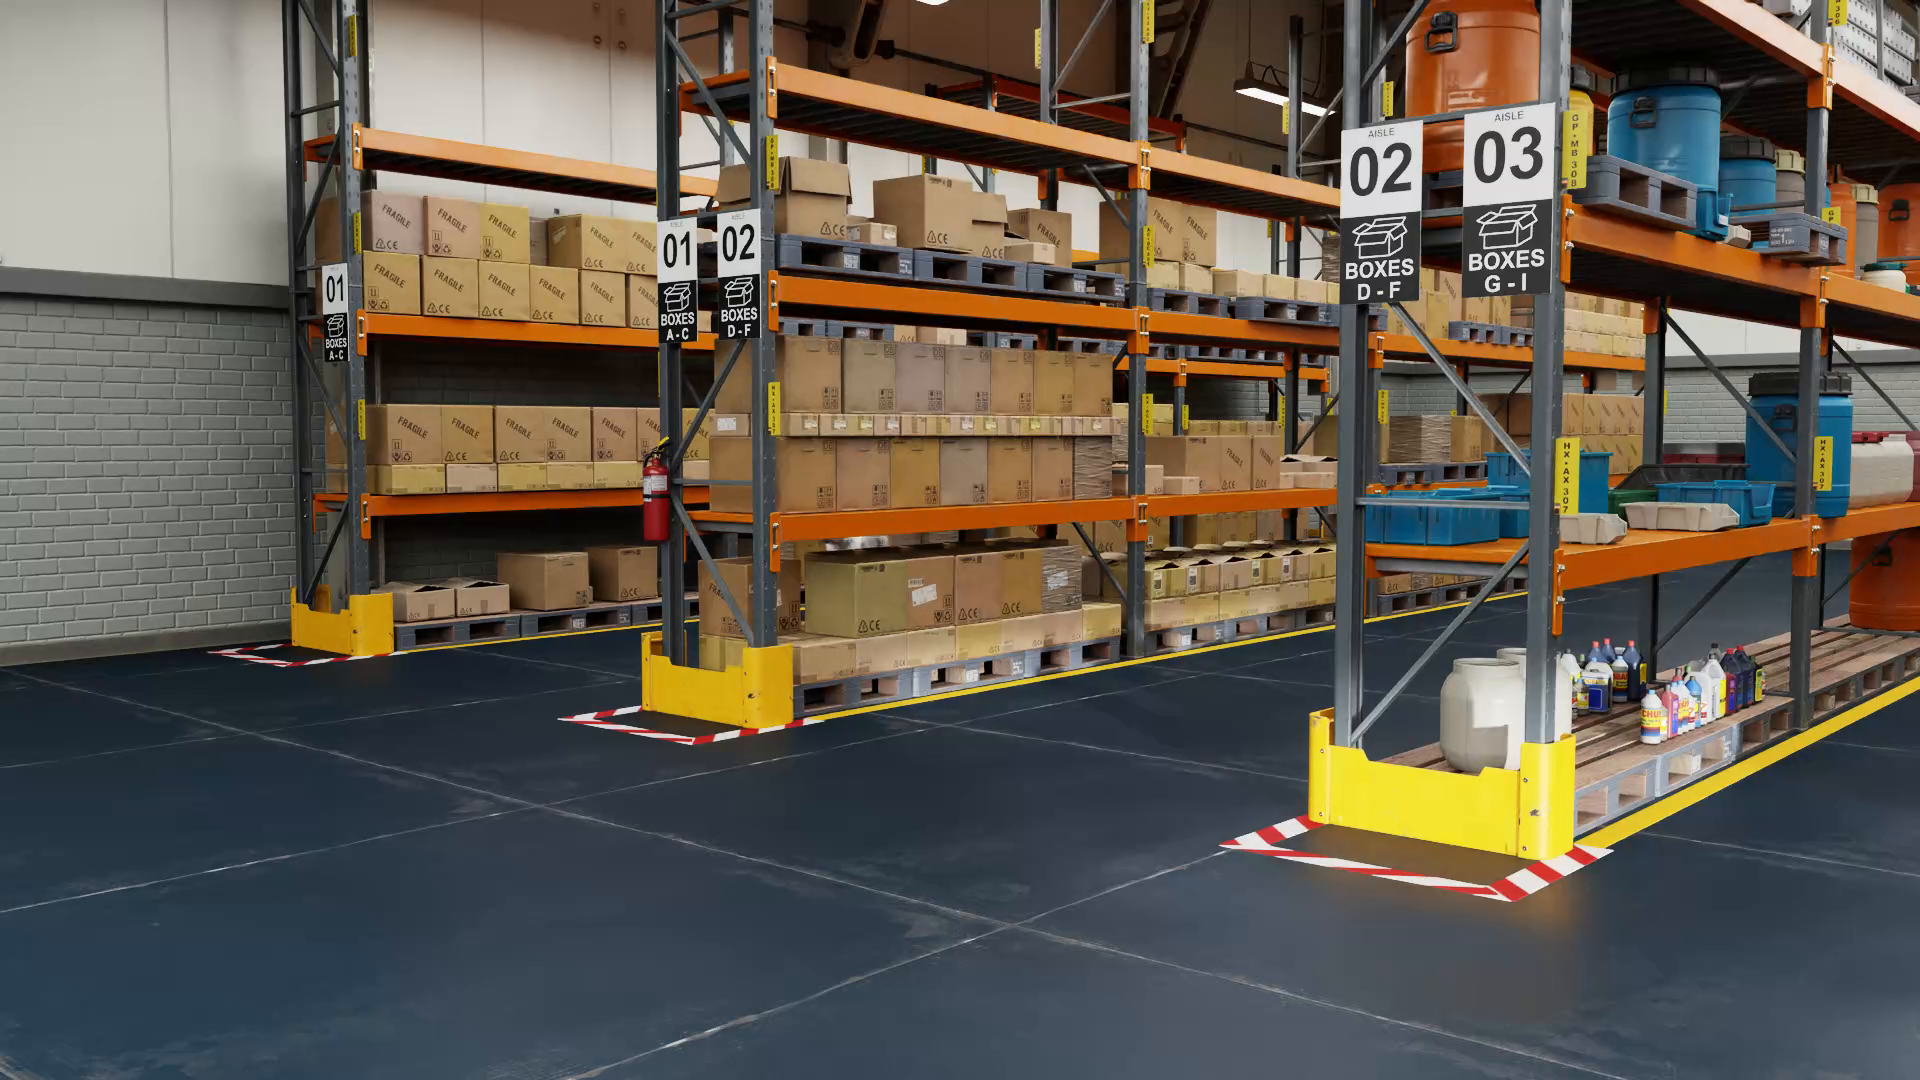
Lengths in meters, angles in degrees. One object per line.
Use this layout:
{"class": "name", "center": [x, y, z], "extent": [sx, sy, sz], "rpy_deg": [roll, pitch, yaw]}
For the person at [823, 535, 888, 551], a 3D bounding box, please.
{"class": "person", "center": [-1.097, 0.255, 16.600], "extent": [0.463, 1.017, 0.921], "rpy_deg": [3, 5, 38]}
